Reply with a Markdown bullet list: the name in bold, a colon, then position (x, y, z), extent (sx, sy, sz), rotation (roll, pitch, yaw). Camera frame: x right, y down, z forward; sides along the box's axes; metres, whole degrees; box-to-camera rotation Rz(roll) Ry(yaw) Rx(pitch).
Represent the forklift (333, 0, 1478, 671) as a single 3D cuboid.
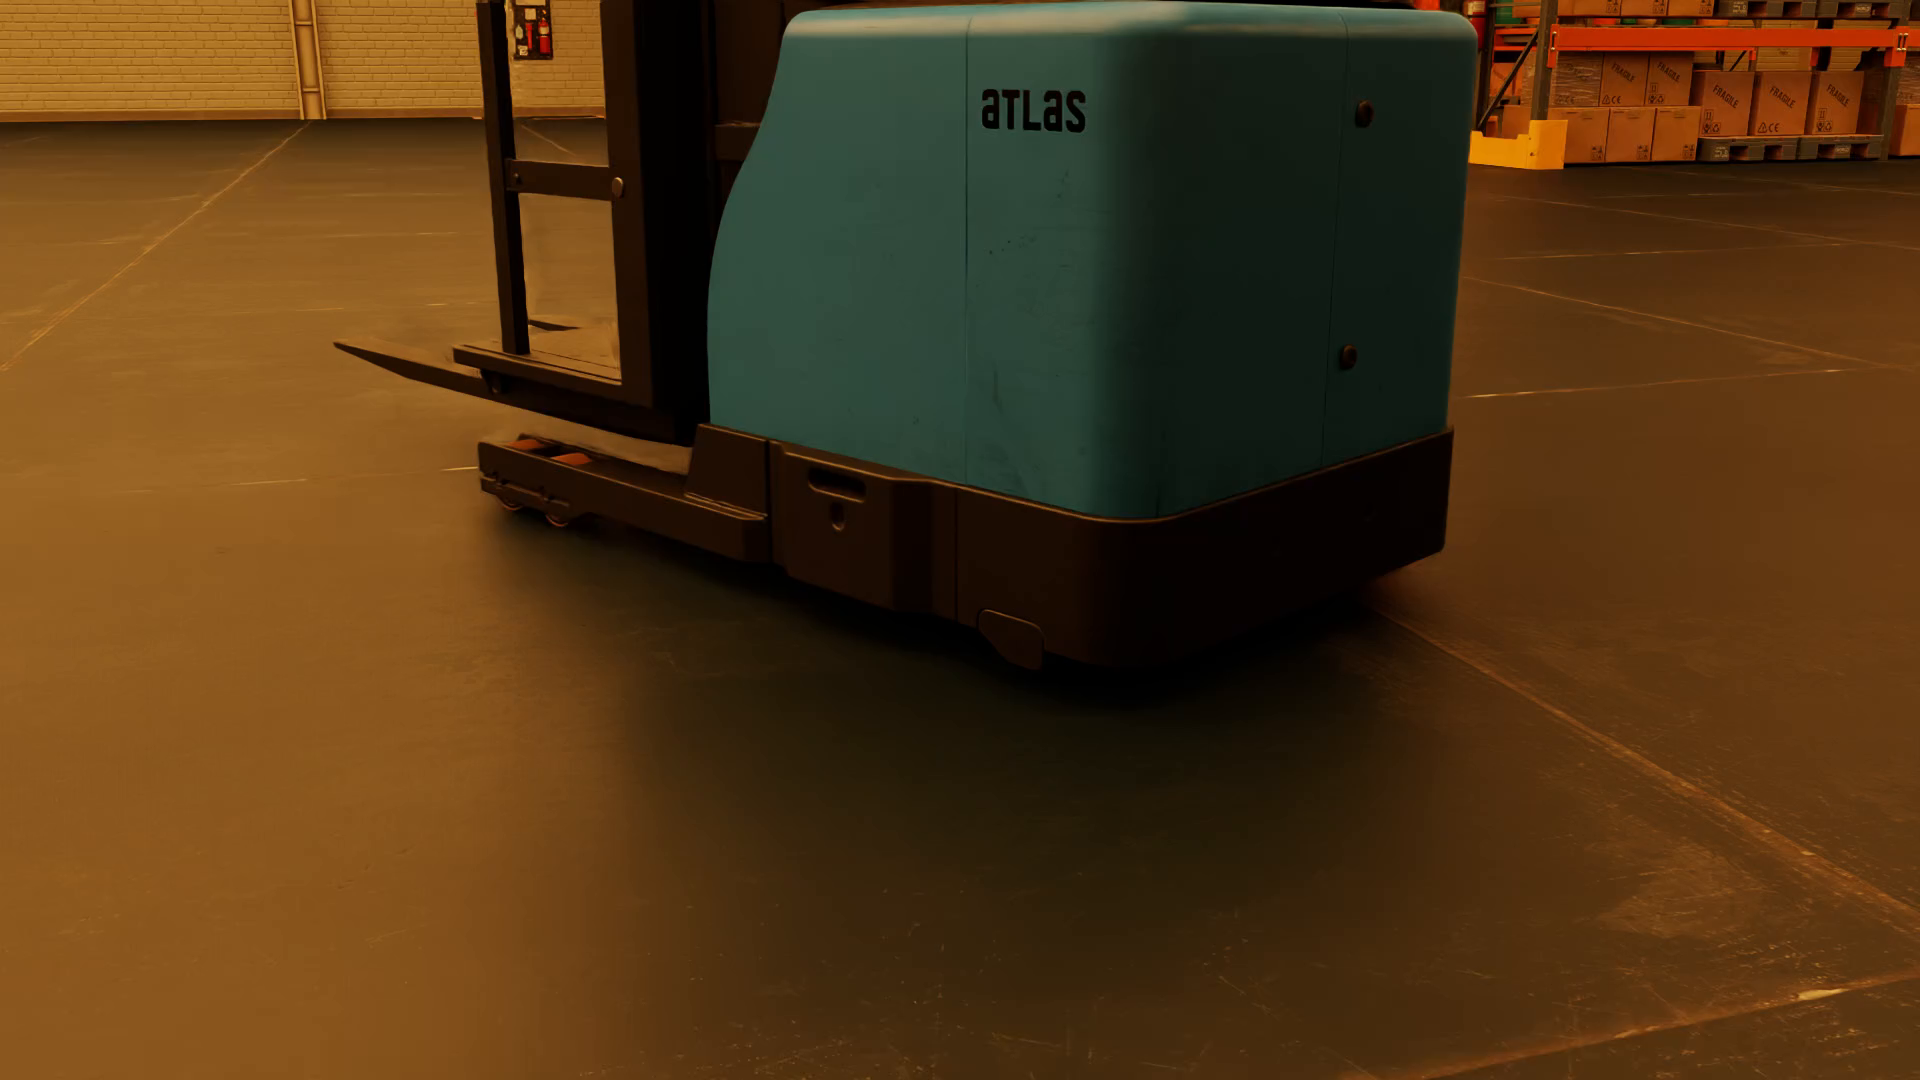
- **forklift**: position (-0.453, -1.525, 3.558), extent (3.031, 2.935, 1.130), rotation (15, 22, 42)
